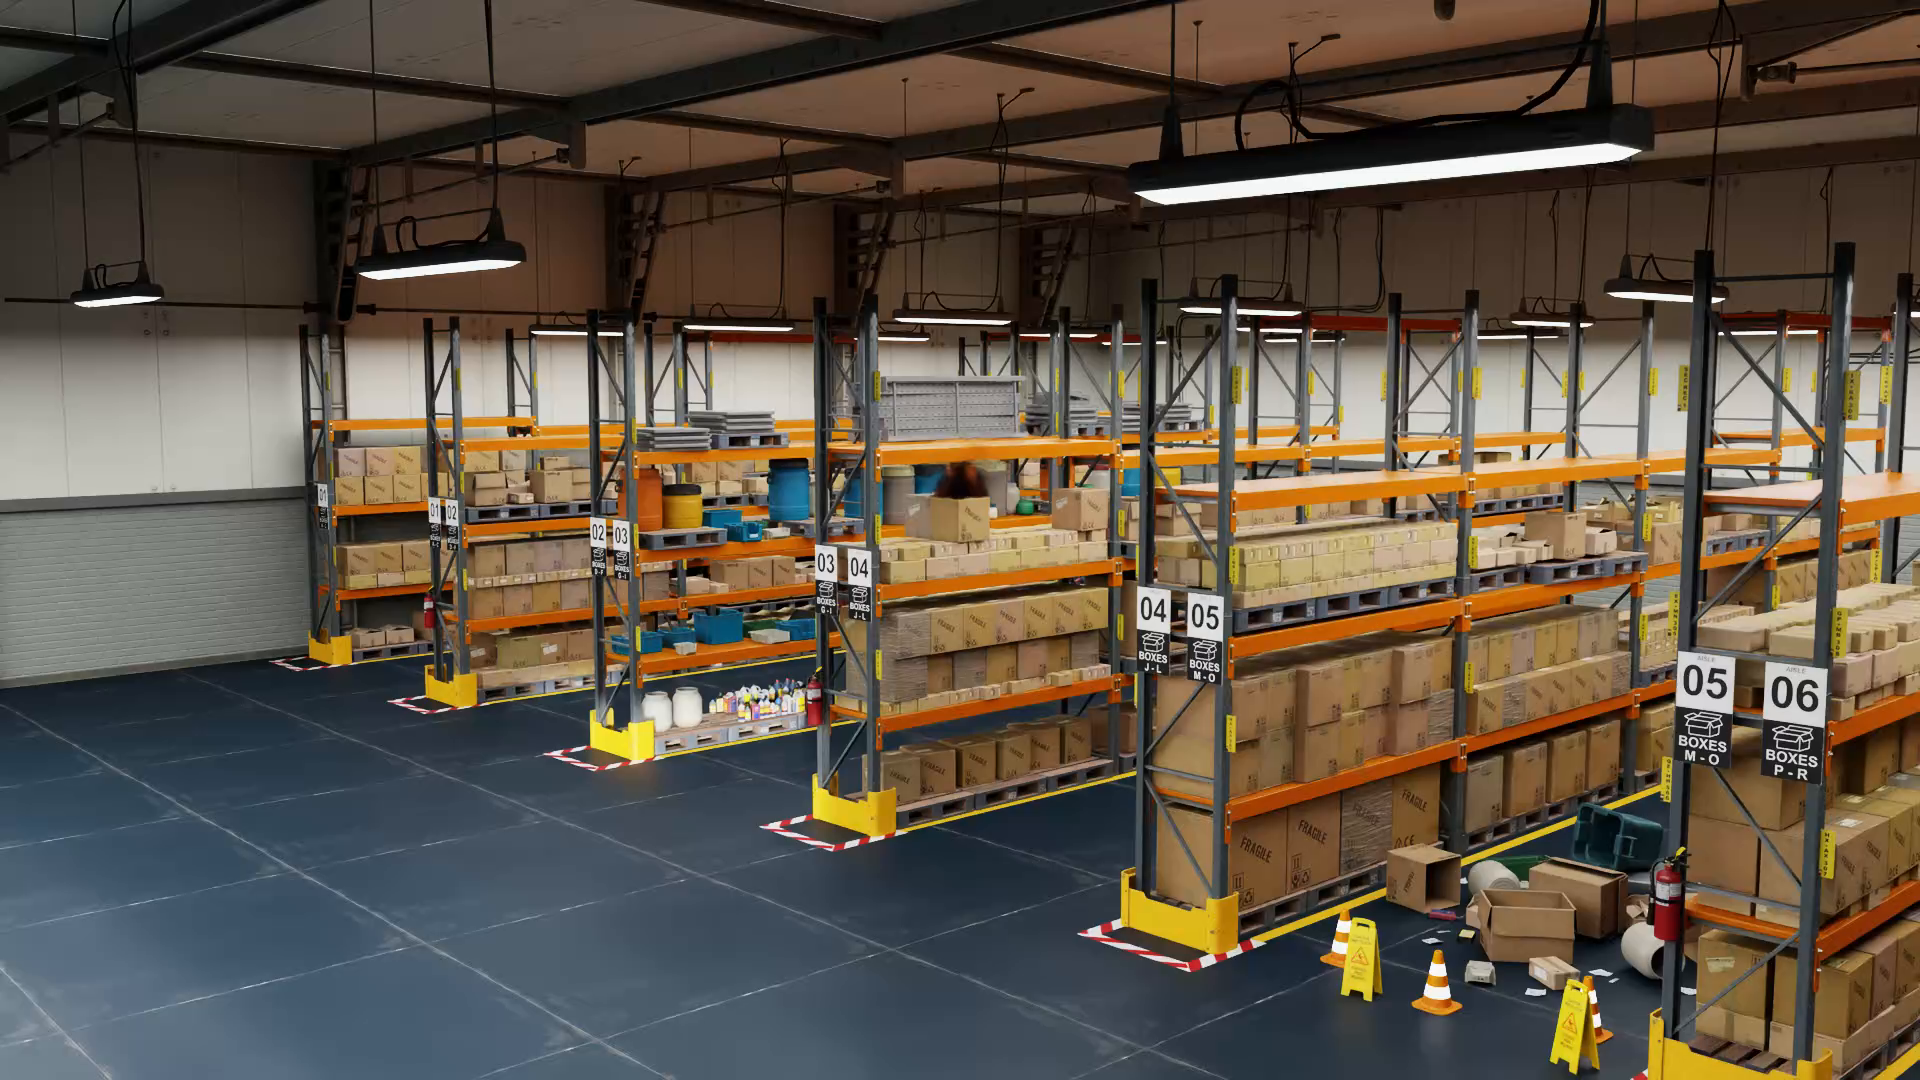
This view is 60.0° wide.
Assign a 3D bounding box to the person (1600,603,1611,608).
[{"bbox_3d":[9.582,1.800,24.778,0.390,1.725,0.605,3,6,24],"label":"person"}]

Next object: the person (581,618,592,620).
[{"bbox_3d":[-6.720,1.313,30.187,0.624,1.621,1.064,5,8,42],"label":"person"}]
